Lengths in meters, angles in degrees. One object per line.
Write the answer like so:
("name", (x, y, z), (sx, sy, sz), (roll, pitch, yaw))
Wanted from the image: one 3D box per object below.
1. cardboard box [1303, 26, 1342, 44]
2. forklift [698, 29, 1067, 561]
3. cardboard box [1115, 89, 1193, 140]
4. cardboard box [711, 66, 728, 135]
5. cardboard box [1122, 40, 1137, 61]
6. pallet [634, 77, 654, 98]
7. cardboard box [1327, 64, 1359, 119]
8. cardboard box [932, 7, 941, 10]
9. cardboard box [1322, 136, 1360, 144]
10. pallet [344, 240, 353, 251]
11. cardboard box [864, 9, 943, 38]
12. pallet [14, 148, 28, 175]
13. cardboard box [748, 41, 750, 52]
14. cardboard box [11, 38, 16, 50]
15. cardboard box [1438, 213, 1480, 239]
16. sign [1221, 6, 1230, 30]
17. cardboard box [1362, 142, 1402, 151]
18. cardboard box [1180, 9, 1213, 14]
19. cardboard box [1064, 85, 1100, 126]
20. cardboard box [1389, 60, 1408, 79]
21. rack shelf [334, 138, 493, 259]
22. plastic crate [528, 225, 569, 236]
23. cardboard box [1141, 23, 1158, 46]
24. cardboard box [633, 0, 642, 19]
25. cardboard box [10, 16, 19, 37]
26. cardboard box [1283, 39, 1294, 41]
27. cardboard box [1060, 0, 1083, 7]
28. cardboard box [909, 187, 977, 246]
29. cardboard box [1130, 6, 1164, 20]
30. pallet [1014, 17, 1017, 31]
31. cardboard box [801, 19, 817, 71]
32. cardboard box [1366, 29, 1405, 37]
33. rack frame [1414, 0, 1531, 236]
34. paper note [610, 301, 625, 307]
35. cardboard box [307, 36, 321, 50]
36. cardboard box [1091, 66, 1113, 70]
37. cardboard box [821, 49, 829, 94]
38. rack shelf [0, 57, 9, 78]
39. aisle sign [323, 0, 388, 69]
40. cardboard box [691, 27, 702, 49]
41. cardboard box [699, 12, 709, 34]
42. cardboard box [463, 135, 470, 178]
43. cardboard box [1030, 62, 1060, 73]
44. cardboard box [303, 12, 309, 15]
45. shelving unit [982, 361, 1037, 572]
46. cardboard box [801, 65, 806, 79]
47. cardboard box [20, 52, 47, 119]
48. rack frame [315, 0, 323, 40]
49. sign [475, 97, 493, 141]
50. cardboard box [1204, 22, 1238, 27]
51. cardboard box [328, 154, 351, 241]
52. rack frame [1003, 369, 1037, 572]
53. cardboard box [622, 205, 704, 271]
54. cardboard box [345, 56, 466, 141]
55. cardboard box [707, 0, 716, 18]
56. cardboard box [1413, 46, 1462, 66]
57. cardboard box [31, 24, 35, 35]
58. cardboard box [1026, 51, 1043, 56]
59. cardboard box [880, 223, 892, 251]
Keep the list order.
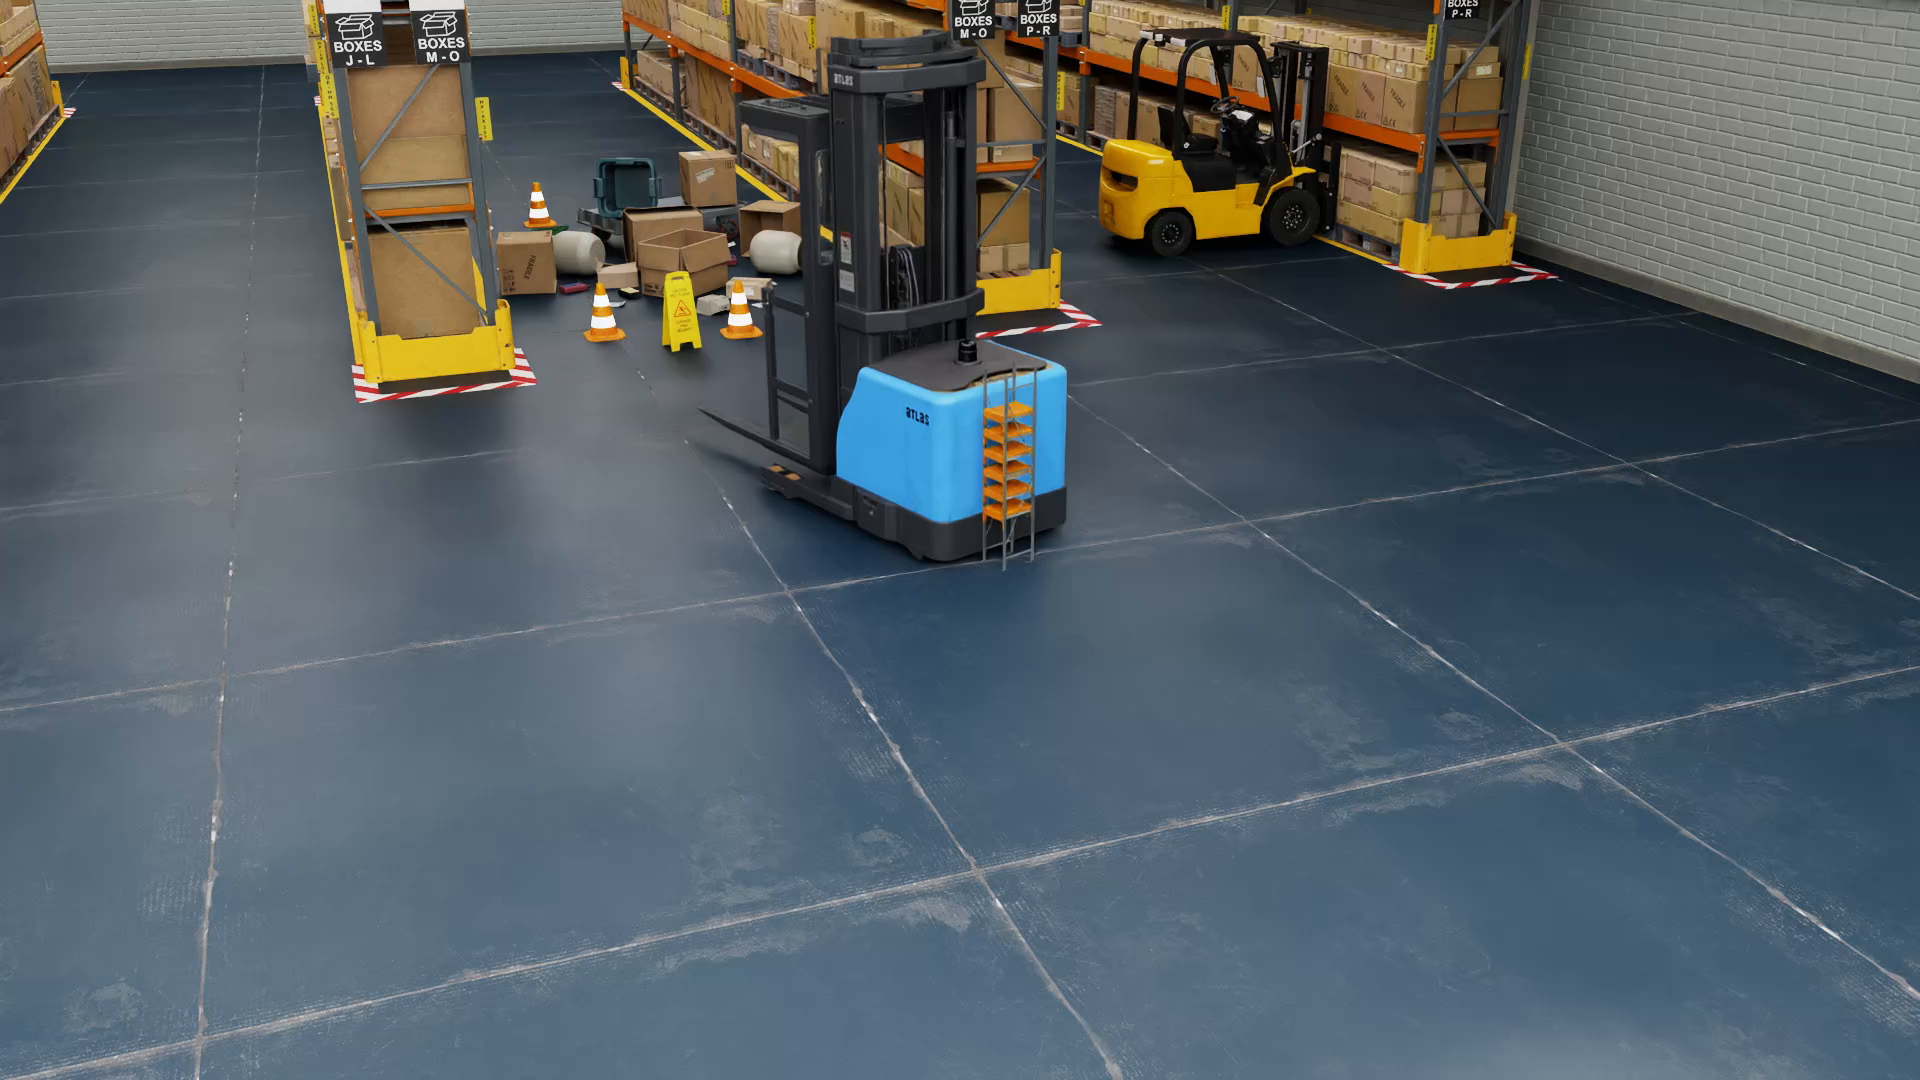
("cardboard box", (3.957, -5.491, 18.068), (0.380, 0.149, 0.250), (-8, 24, -19))
("forklift", (-0.664, -1.727, 10.574), (1.130, 2.935, 3.031), (-18, 29, -36))
("cardboard box", (2.626, -5.710, 22.453), (0.875, 0.625, 0.625), (-8, 24, -17))
("cardboard box", (-2.940, -6.195, 23.281), (0.875, 0.875, 0.875), (-8, 24, -18))
("cardboard box", (2.470, -6.442, 21.866), (0.500, 0.250, 0.500), (-9, 25, -21))
("pallet", (-4.933, -7.735, 28.331), (1.003, 0.211, 1.213), (-8, 24, -19))
("cardboard box", (4.230, -4.734, 17.491), (0.500, 0.500, 0.500), (-9, 24, -20))
("cardboard box", (-0.266, -9.142, 28.402), (0.380, 0.149, 0.250), (-8, 24, -18))
("cardboard box", (4.006, -4.233, 18.142), (0.500, 0.250, 0.500), (-9, 24, -20))
("pallet", (-5.988, -3.209, 17.592), (1.003, 0.211, 1.213), (-8, 24, -19))
("cardboard box", (-0.516, -4.843, 16.078), (0.700, 0.500, 0.500), (-9, 24, -19))
("pallet", (-12.804, -4.932, 21.680), (1.003, 0.211, 1.213), (-8, 24, -19))
("cardboard box", (-2.453, -6.220, 20.929), (0.380, 0.149, 0.250), (-10, 25, -22))
("cardboard box", (-13.221, -6.811, 22.871), (0.380, 0.149, 0.250), (-9, 24, -20))
("cardboard box", (5.015, -3.301, 17.219), (0.500, 0.250, 0.500), (-8, 24, -19))
("sign", (3.089, -6.041, 19.333), (0.100, 0.325, 0.005), (-8, 24, -19))
("cardboard box", (4.667, -4.121, 17.878), (0.500, 0.250, 0.500), (-9, 24, -19))
("cardboard box", (3.044, -6.775, 21.499), (0.380, 0.149, 0.250), (-8, 24, -17))
("cardboard box", (1.829, -6.242, 23.874), (0.500, 0.500, 0.500), (-8, 24, -17))
("cardboard box", (4.503, -4.690, 16.552), (0.380, 0.149, 0.250), (-8, 24, -18))
("rack shelf", (-4.938, -3.166, 14.826), (1.077, 0.370, 4.000), (-8, 24, -19))
("plastic crate", (-4.358, -3.071, 17.222), (0.450, 0.188, 0.662), (-6, 21, 12))
("cardboard box", (2.656, -6.485, 21.325), (0.500, 0.250, 0.500), (-8, 24, -18))
("cardboard box", (-5.020, -8.765, 27.055), (0.500, 0.500, 0.500), (-8, 24, -19))
("cardboard box", (-13.427, -7.131, 23.116), (0.500, 0.250, 0.500), (-8, 24, -18))
("cardboard box", (3.780, -5.435, 18.320), (0.380, 0.149, 0.250), (-9, 24, -20))
("cardboard box", (1.430, -7.885, 24.421), (0.797, 0.503, 0.637), (-9, 24, -20))
("cardboard box", (-0.163, -3.014, 15.573), (0.500, 0.500, 0.500), (-8, 24, -19))
("cardboard box", (2.448, -6.897, 21.789), (0.380, 0.149, 0.250), (-8, 24, -18))
("pallet", (1.488, -7.693, 24.888), (1.003, 0.211, 1.213), (-8, 24, -19))
("cardboard box", (-1.427, -5.453, 18.273), (0.500, 0.500, 0.500), (-9, 24, -20))
("cardboard box", (4.567, -5.368, 17.778), (0.380, 0.149, 0.250), (-8, 24, -19))
("rack frame", (5.006, -4.169, 16.279), (1.000, 3.000, 0.127), (-8, 24, -19))
("paper note", (-3.182, -2.189, 15.407), (0.144, 0.017, 0.142), (0, 23, -1))
("cardboard box", (-7.658, -6.009, 20.045), (0.380, 0.149, 0.250), (-8, 24, -18))
("cardboard box", (2.046, -6.940, 24.695), (0.380, 0.149, 0.250), (-10, 25, -21))
("cardboard box", (-1.155, -4.925, 17.561), (0.500, 0.500, 0.500), (-8, 24, -19))
("rack shelf", (-12.440, -5.429, 20.195), (1.077, 0.370, 4.000), (-8, 24, -19))
("aisle sign", (-4.487, -3.902, 12.298), (0.394, 0.787, 0.004), (-8, 24, -19))
("cardboard box", (-3.449, -7.022, 23.242), (0.500, 0.250, 0.500), (-9, 24, -20))
("cardboard box", (-3.256, -7.065, 22.699), (0.500, 0.250, 0.500), (-9, 24, -20))
("cardboard box", (-4.700, -3.386, 14.228), (0.875, 0.550, 0.550), (-8, 24, -19))
("cardboard box", (1.287, -7.143, 25.178), (0.380, 0.149, 0.250), (-8, 24, -19))
("cardboard box", (-8.114, -6.615, 21.099), (0.380, 0.149, 0.250), (-7, 24, -16))
("shelving unit", (0.287, -0.421, 9.705), (0.258, 1.200, 0.189), (-18, 29, -36))
("cardboard box", (-1.566, -5.265, 18.663), (0.380, 0.149, 0.250), (-9, 25, -21))
("cardboard box", (-13.937, -6.603, 24.248), (0.875, 0.875, 0.875), (-8, 24, -19))
("rack frame", (-7.058, -5.678, 19.858), (1.000, 3.000, 0.127), (-8, 24, -19))
("sign", (-3.710, -3.280, 12.954), (0.100, 0.325, 0.005), (-8, 24, -19))
("cardboard box", (3.156, -6.152, 20.021), (0.380, 0.149, 0.250), (-9, 24, -20))
("cardboard box", (-5.948, -3.594, 17.271), (1.050, 0.750, 0.750), (-8, 24, -19))
("rack frame", (0.345, -0.394, 9.639), (0.240, 1.200, 0.006), (-18, 29, -36))
("cardboard box", (-2.963, -3.028, 16.612), (0.797, 0.637, 0.503), (-8, 24, -19))
("cardboard box", (-4.326, -3.478, 13.055), (0.875, 0.550, 0.550), (-8, 24, -19))
("cardboard box", (-3.079, -7.237, 22.143), (0.500, 0.500, 0.500), (-8, 24, -18))
("cardboard box", (4.682, -4.752, 16.316), (0.380, 0.149, 0.250), (-8, 24, -19))
("cardboard box", (-13.944, -7.554, 24.635), (0.380, 0.149, 0.250), (-8, 24, -19))
("cardboard box", (1.264, -7.681, 26.454), (0.380, 0.149, 0.250), (-8, 24, -19))
("cardboard box", (-0.539, -3.049, 16.620), (0.500, 0.250, 0.500), (-9, 25, -21))
